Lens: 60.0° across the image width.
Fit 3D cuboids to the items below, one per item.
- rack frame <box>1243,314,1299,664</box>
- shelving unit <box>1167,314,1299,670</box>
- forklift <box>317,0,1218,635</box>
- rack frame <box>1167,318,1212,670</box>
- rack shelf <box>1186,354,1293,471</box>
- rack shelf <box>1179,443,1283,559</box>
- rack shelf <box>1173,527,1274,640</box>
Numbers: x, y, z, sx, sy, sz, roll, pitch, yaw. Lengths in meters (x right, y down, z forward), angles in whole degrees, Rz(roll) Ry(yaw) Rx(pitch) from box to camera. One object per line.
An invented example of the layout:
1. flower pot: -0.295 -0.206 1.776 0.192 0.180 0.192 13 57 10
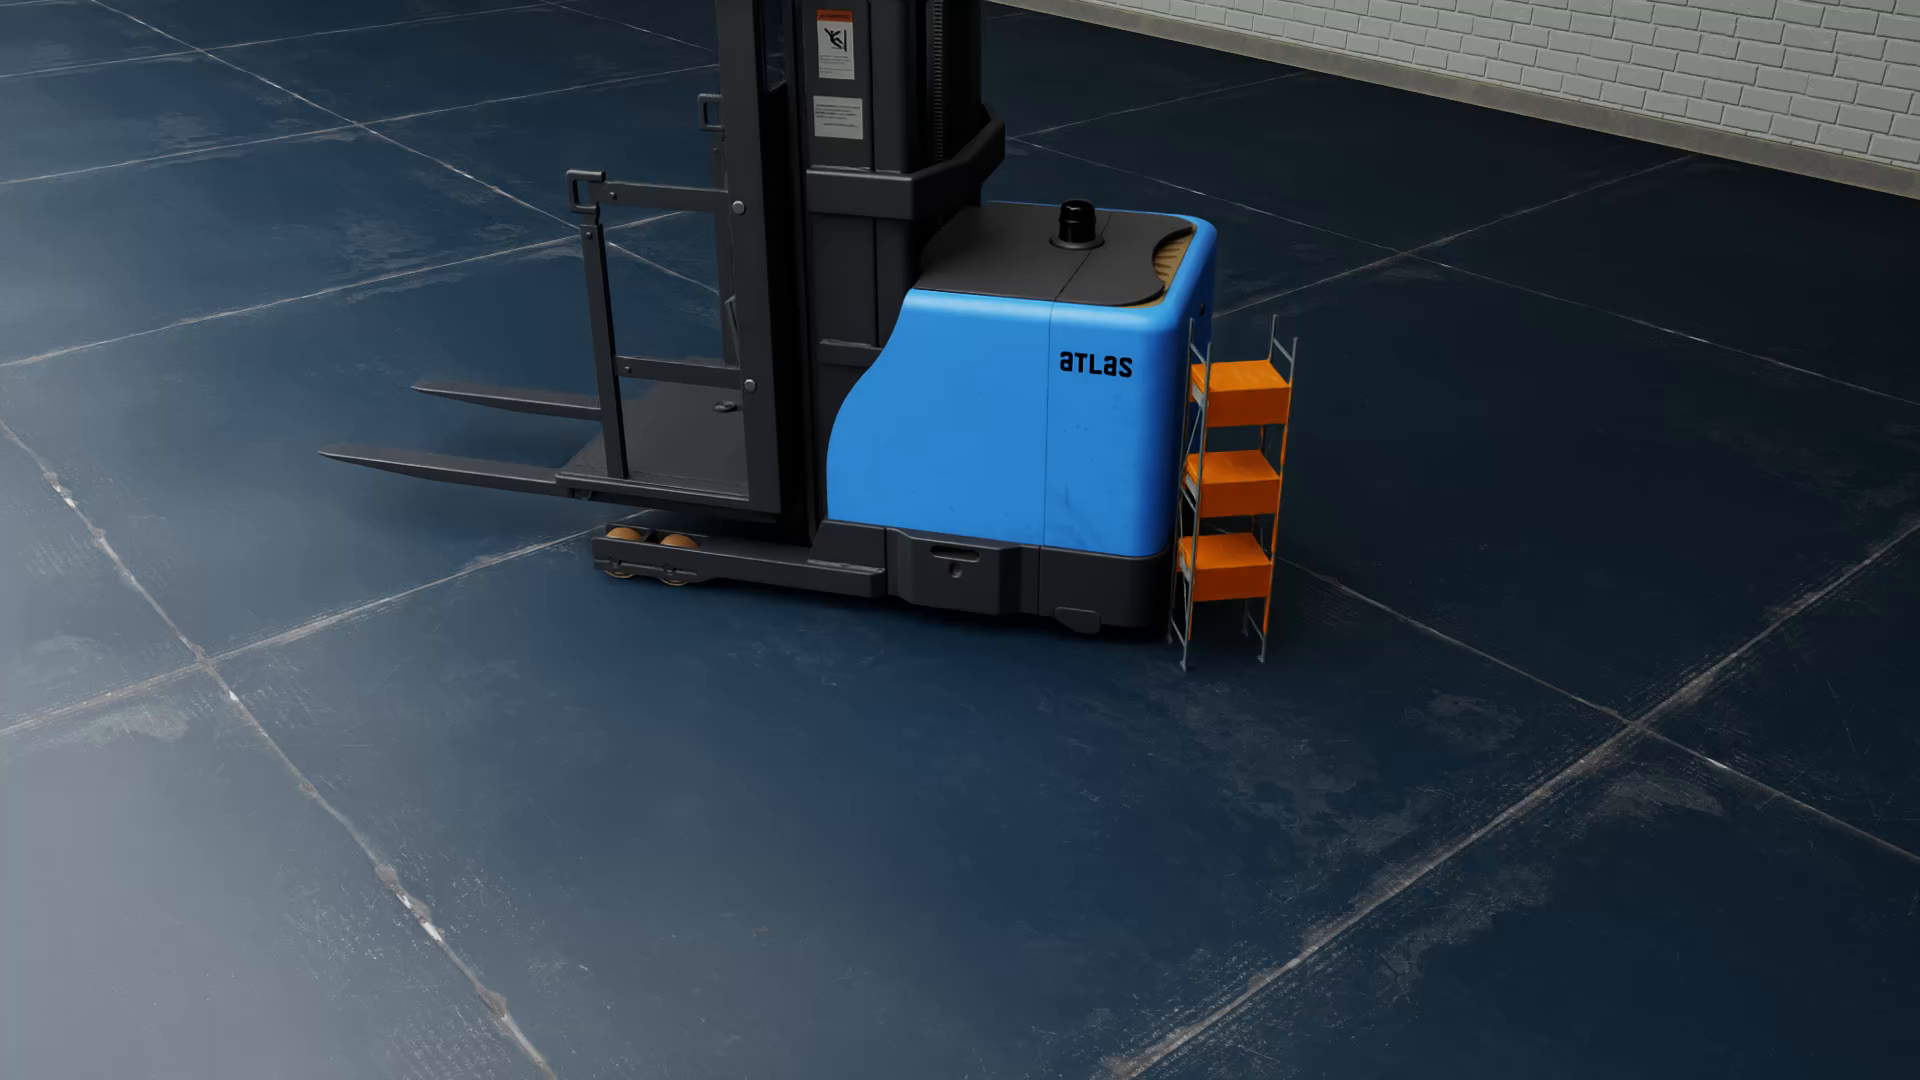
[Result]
1. rack frame: 0.908 -0.133 4.886 0.008 1.050 0.200 -4 28 -8
2. shelving unit: 0.787 -0.125 4.870 0.252 1.050 0.215 -4 28 -8
3. forklift: -0.718 -1.372 5.208 3.031 2.935 1.130 7 29 13
4. rack frame: 0.667 -0.117 4.854 0.008 1.050 0.200 -4 28 -8
5. rack shelf: 0.788 -0.366 4.741 0.240 0.259 0.215 -4 28 -8
6. rack shelf: 0.787 -0.116 4.875 0.240 0.259 0.215 -4 28 -8
7. rack shelf: 0.787 0.129 5.006 0.240 0.259 0.215 -4 28 -8
